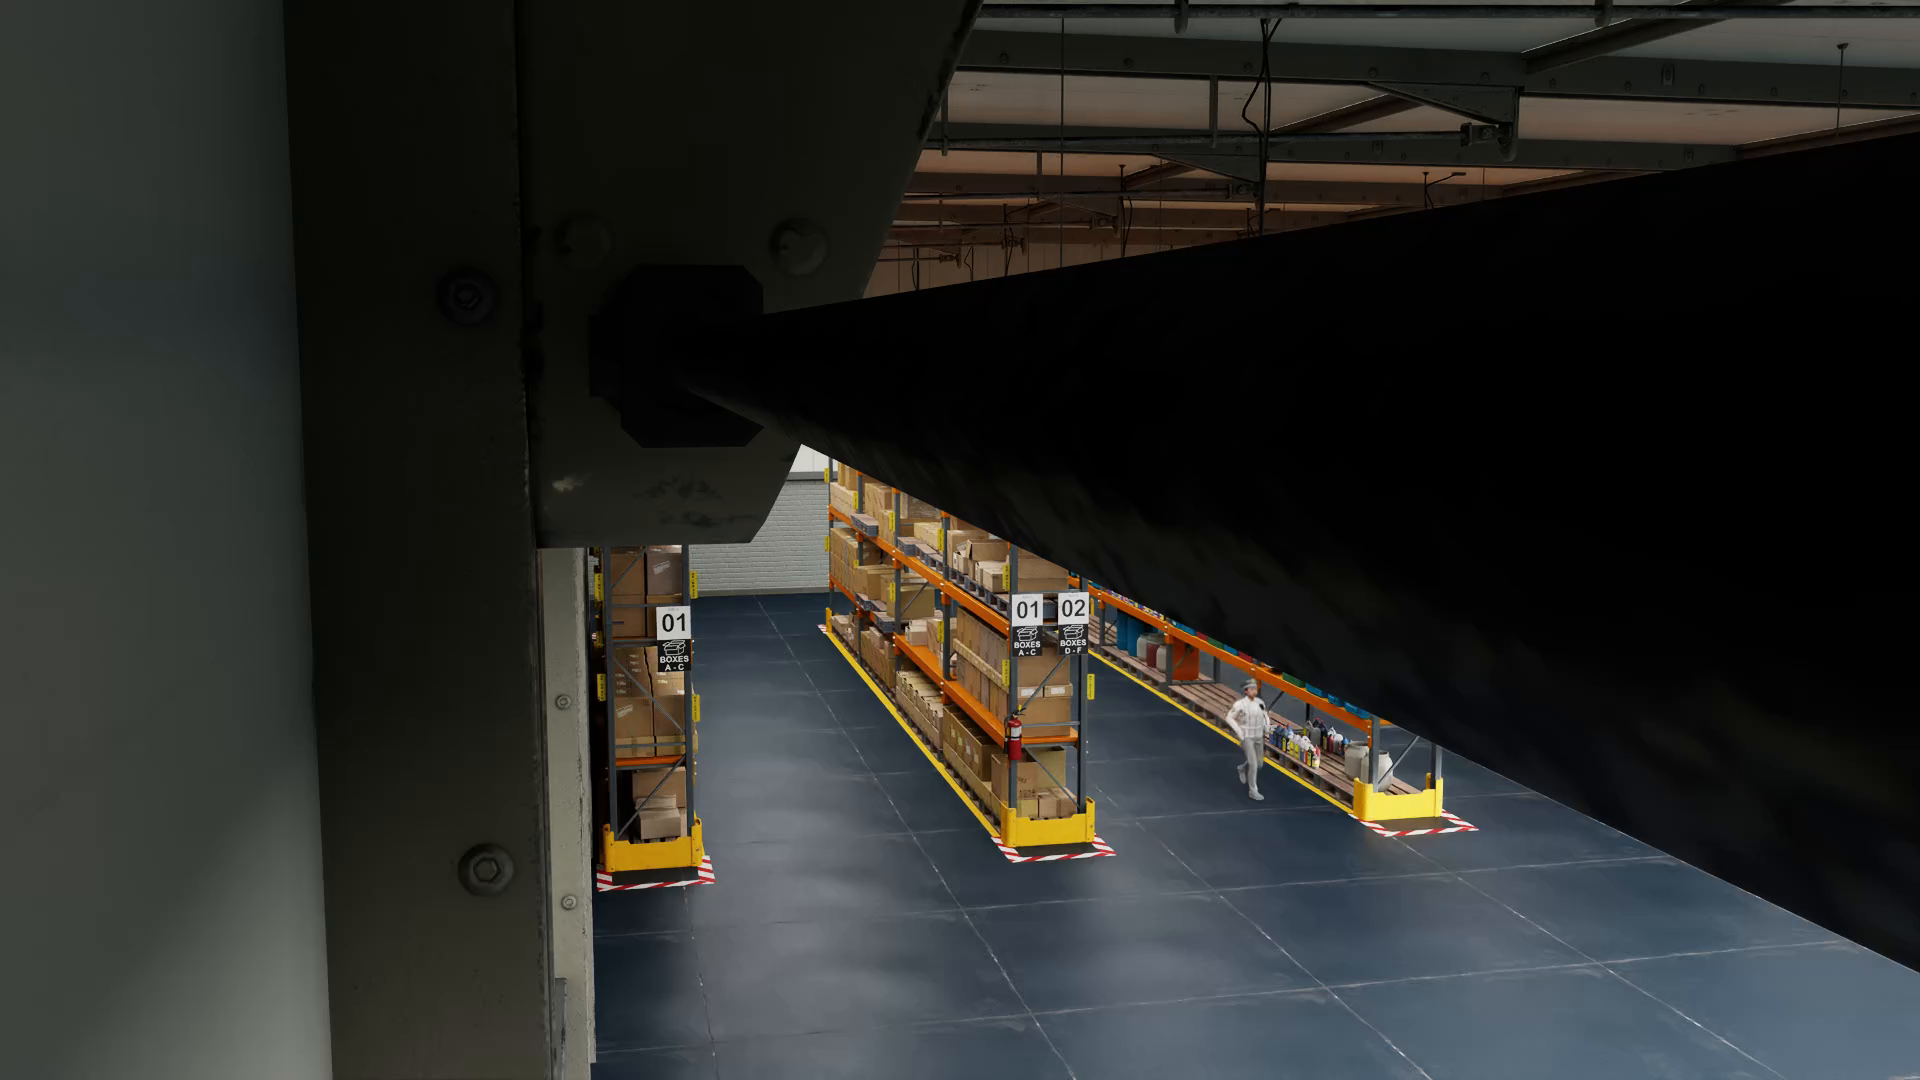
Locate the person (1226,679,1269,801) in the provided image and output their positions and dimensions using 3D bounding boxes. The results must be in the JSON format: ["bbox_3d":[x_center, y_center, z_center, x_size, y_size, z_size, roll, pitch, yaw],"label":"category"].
[{"bbox_3d":[4.042,2.750,23.249,0.625,1.660,0.767,-3,7,-21],"label":"person"}]
